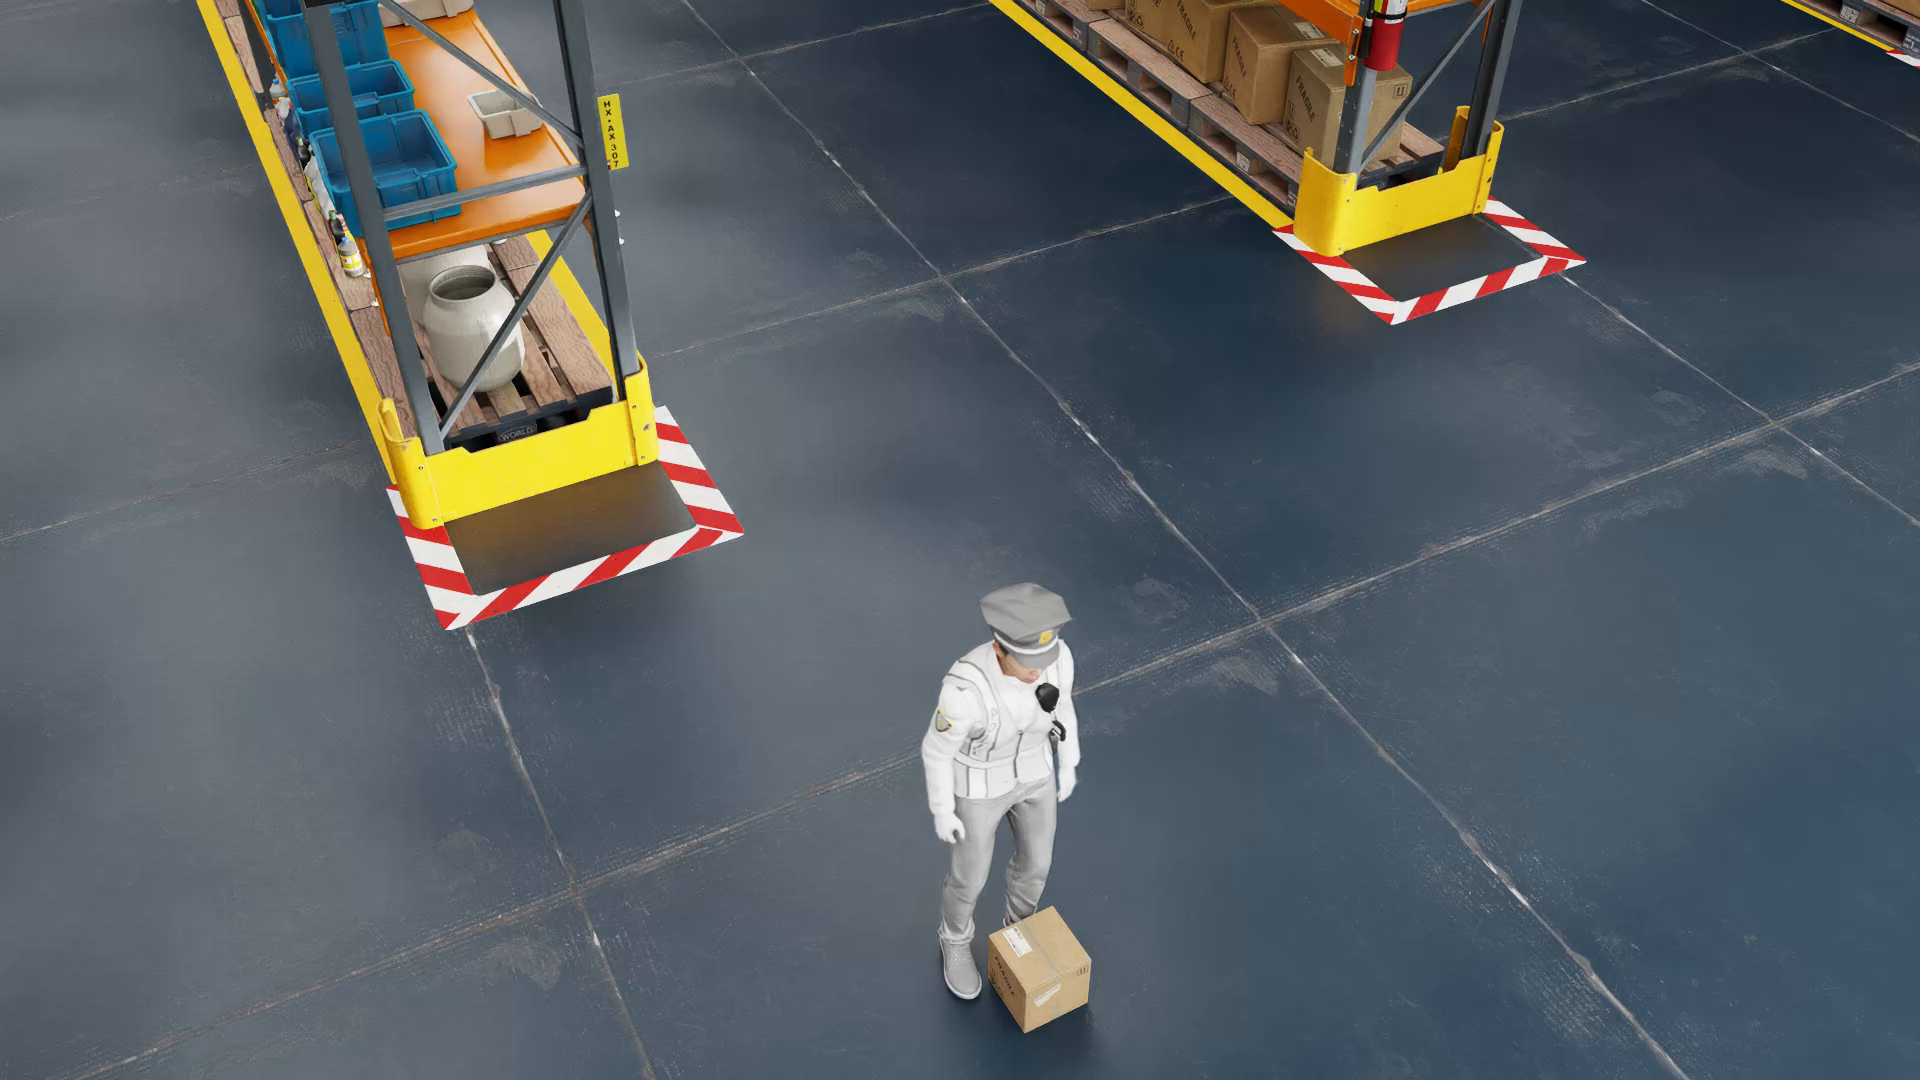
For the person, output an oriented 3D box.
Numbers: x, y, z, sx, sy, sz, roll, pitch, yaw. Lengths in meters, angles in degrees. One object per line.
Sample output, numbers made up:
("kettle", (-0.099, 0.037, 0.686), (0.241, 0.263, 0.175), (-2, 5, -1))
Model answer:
("person", (0.147, 0.787, 5.267), (0.525, 1.663, 0.407), (-19, 45, -20))
